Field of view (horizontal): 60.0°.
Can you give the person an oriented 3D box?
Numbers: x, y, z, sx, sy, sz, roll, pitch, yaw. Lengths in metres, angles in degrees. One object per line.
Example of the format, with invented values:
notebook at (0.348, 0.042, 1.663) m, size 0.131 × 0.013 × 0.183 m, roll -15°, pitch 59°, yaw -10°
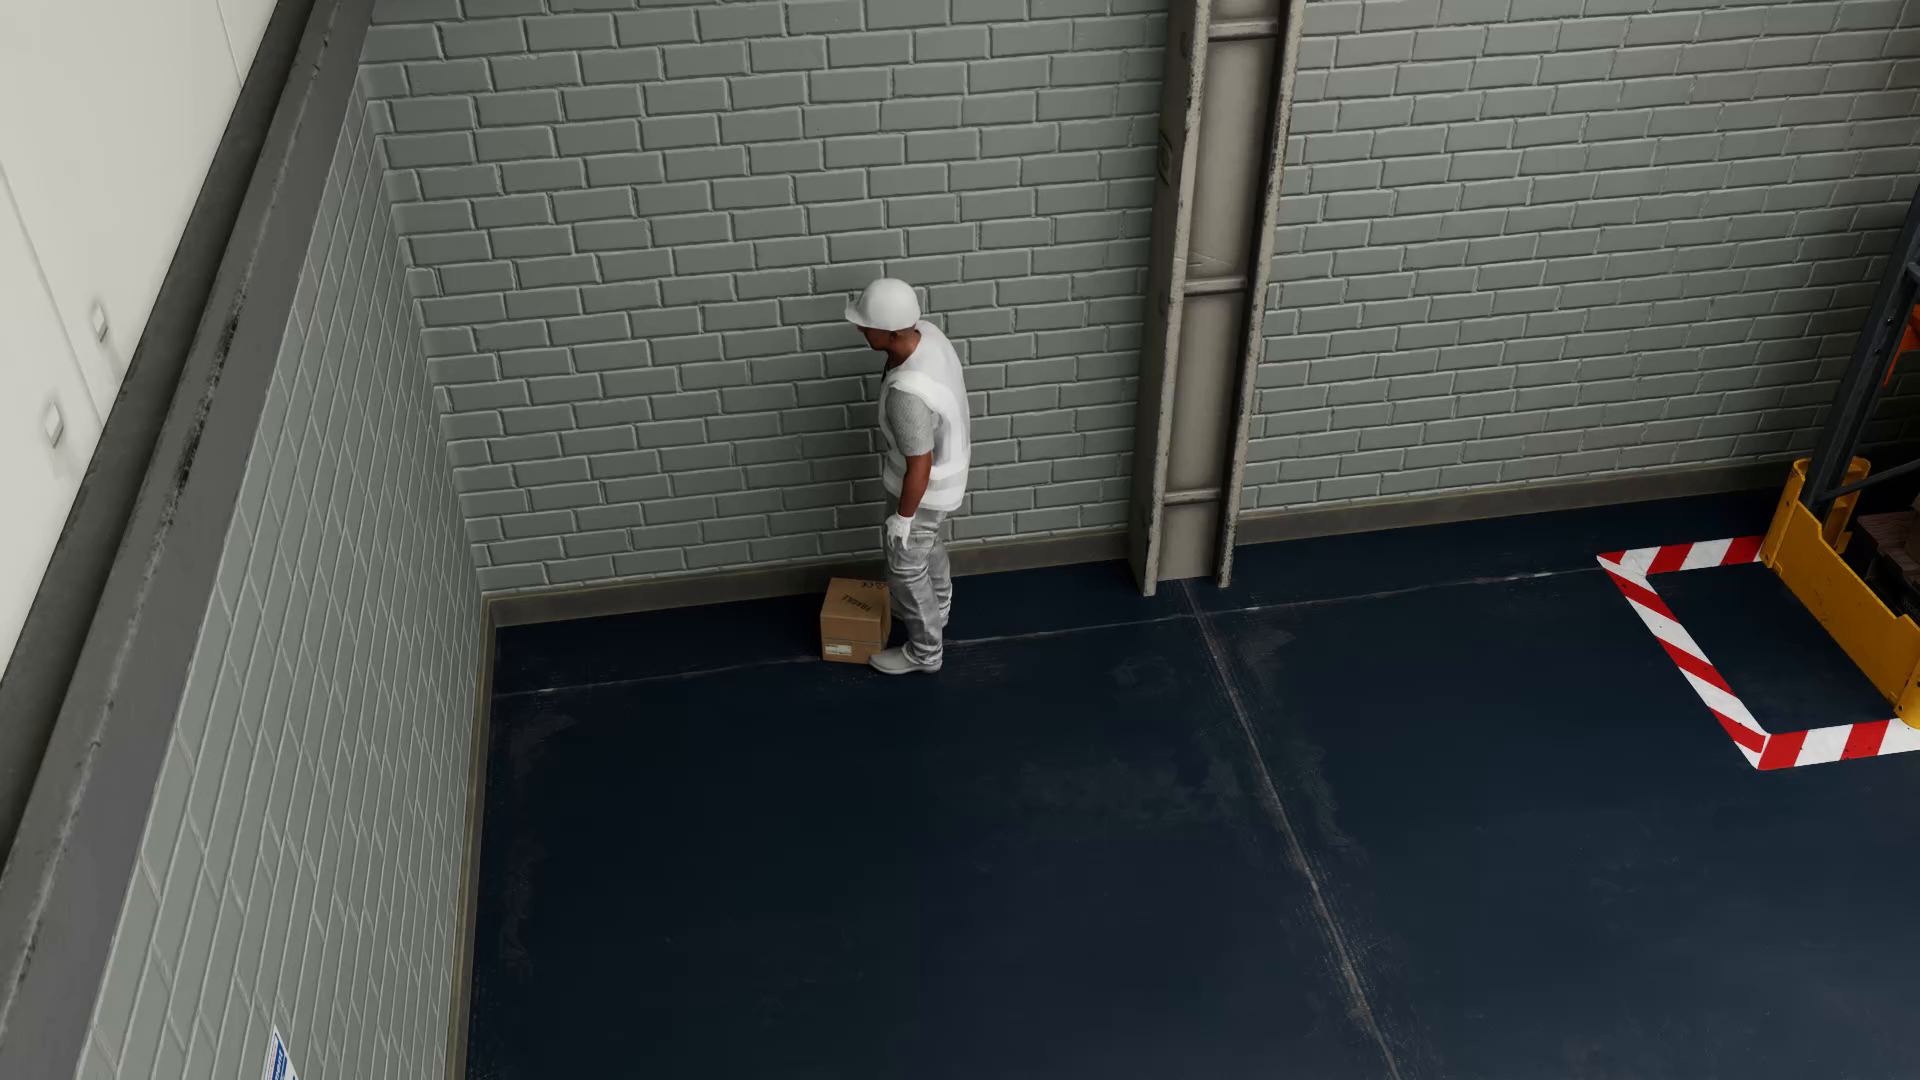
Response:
person at (-0.187, -0.237, 6.447) m, size 0.451 × 1.771 × 0.623 m, roll 3°, pitch 38°, yaw 4°
